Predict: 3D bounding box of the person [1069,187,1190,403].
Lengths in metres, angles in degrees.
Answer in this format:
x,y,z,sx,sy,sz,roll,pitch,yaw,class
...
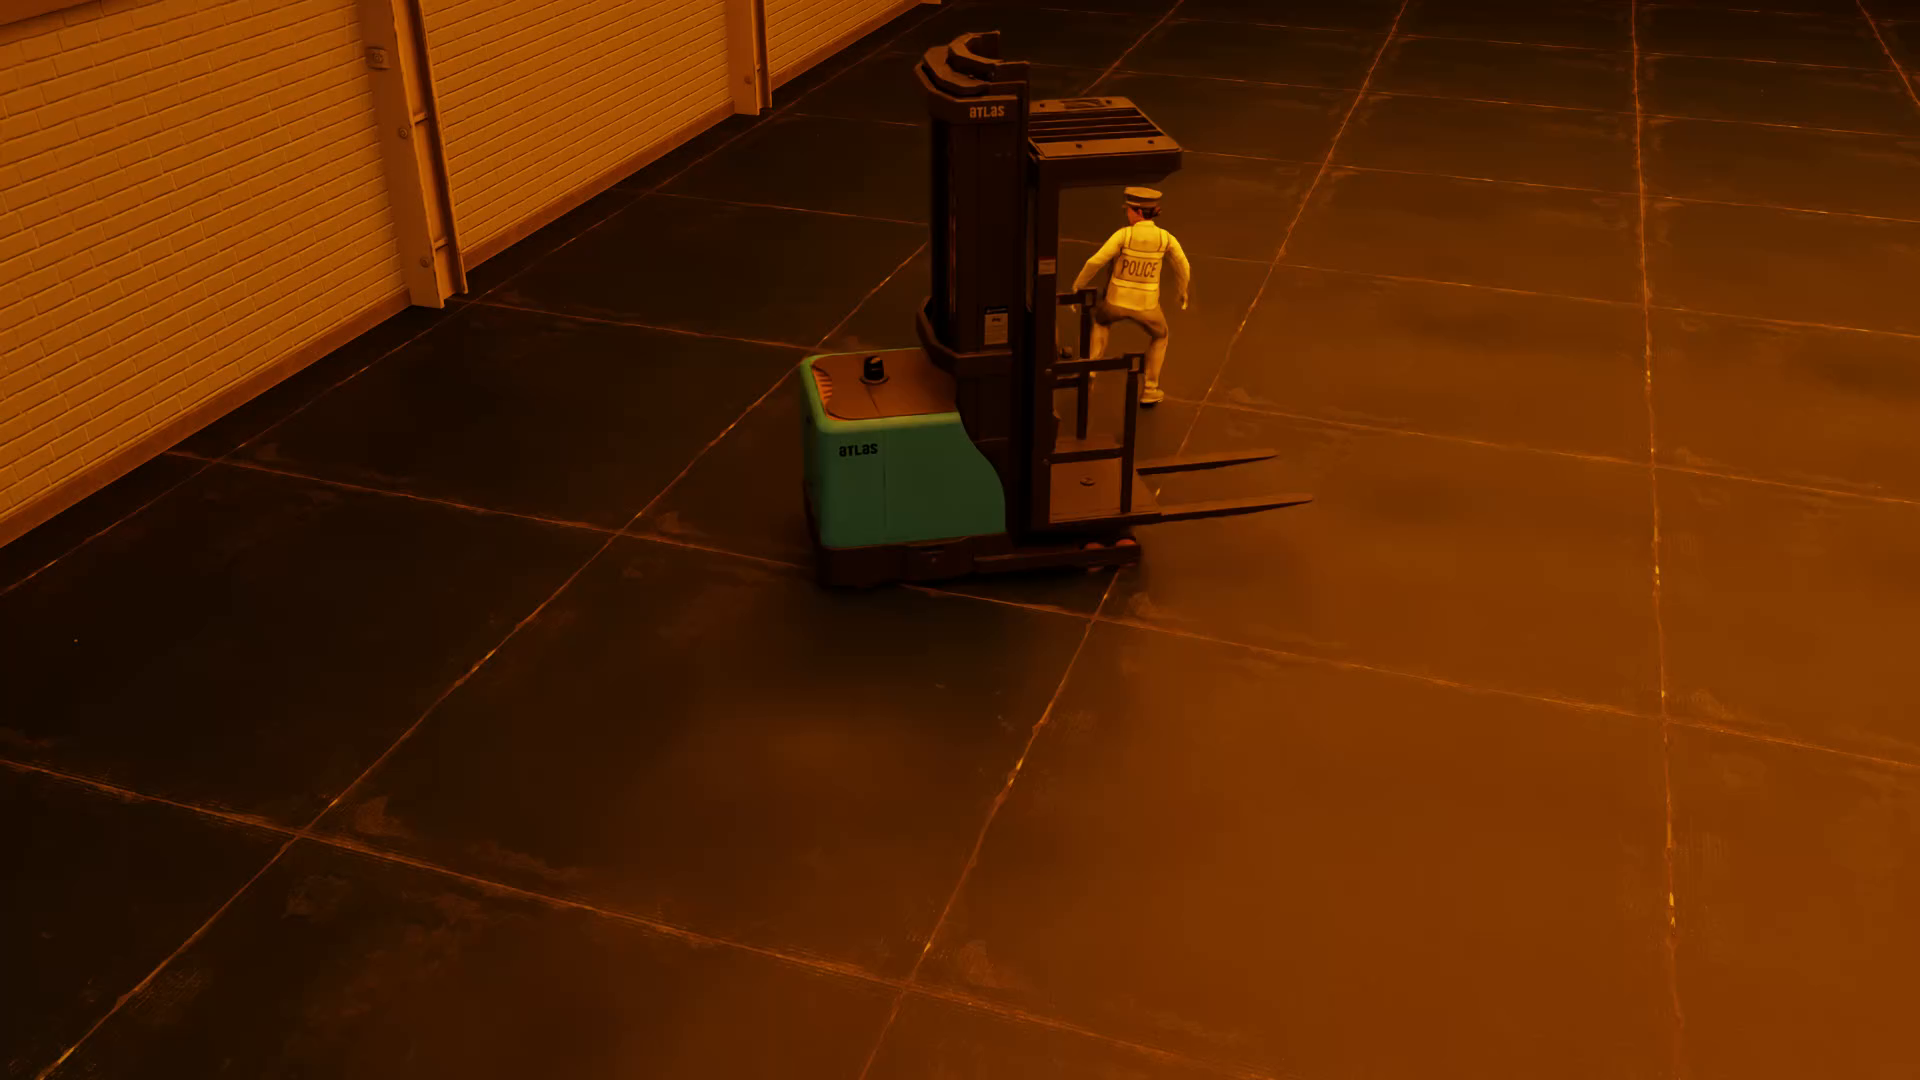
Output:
x,y,z,sx,sy,sz,roll,pitch,yaw,class
1.173,-1.672,11.492,0.804,1.561,0.509,4,30,7,person

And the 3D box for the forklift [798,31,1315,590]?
x,y,z,sx,sy,sz,roll,pitch,yaw,class
0.603,-1.341,9.489,3.031,2.935,1.130,-6,30,-10,forklift
